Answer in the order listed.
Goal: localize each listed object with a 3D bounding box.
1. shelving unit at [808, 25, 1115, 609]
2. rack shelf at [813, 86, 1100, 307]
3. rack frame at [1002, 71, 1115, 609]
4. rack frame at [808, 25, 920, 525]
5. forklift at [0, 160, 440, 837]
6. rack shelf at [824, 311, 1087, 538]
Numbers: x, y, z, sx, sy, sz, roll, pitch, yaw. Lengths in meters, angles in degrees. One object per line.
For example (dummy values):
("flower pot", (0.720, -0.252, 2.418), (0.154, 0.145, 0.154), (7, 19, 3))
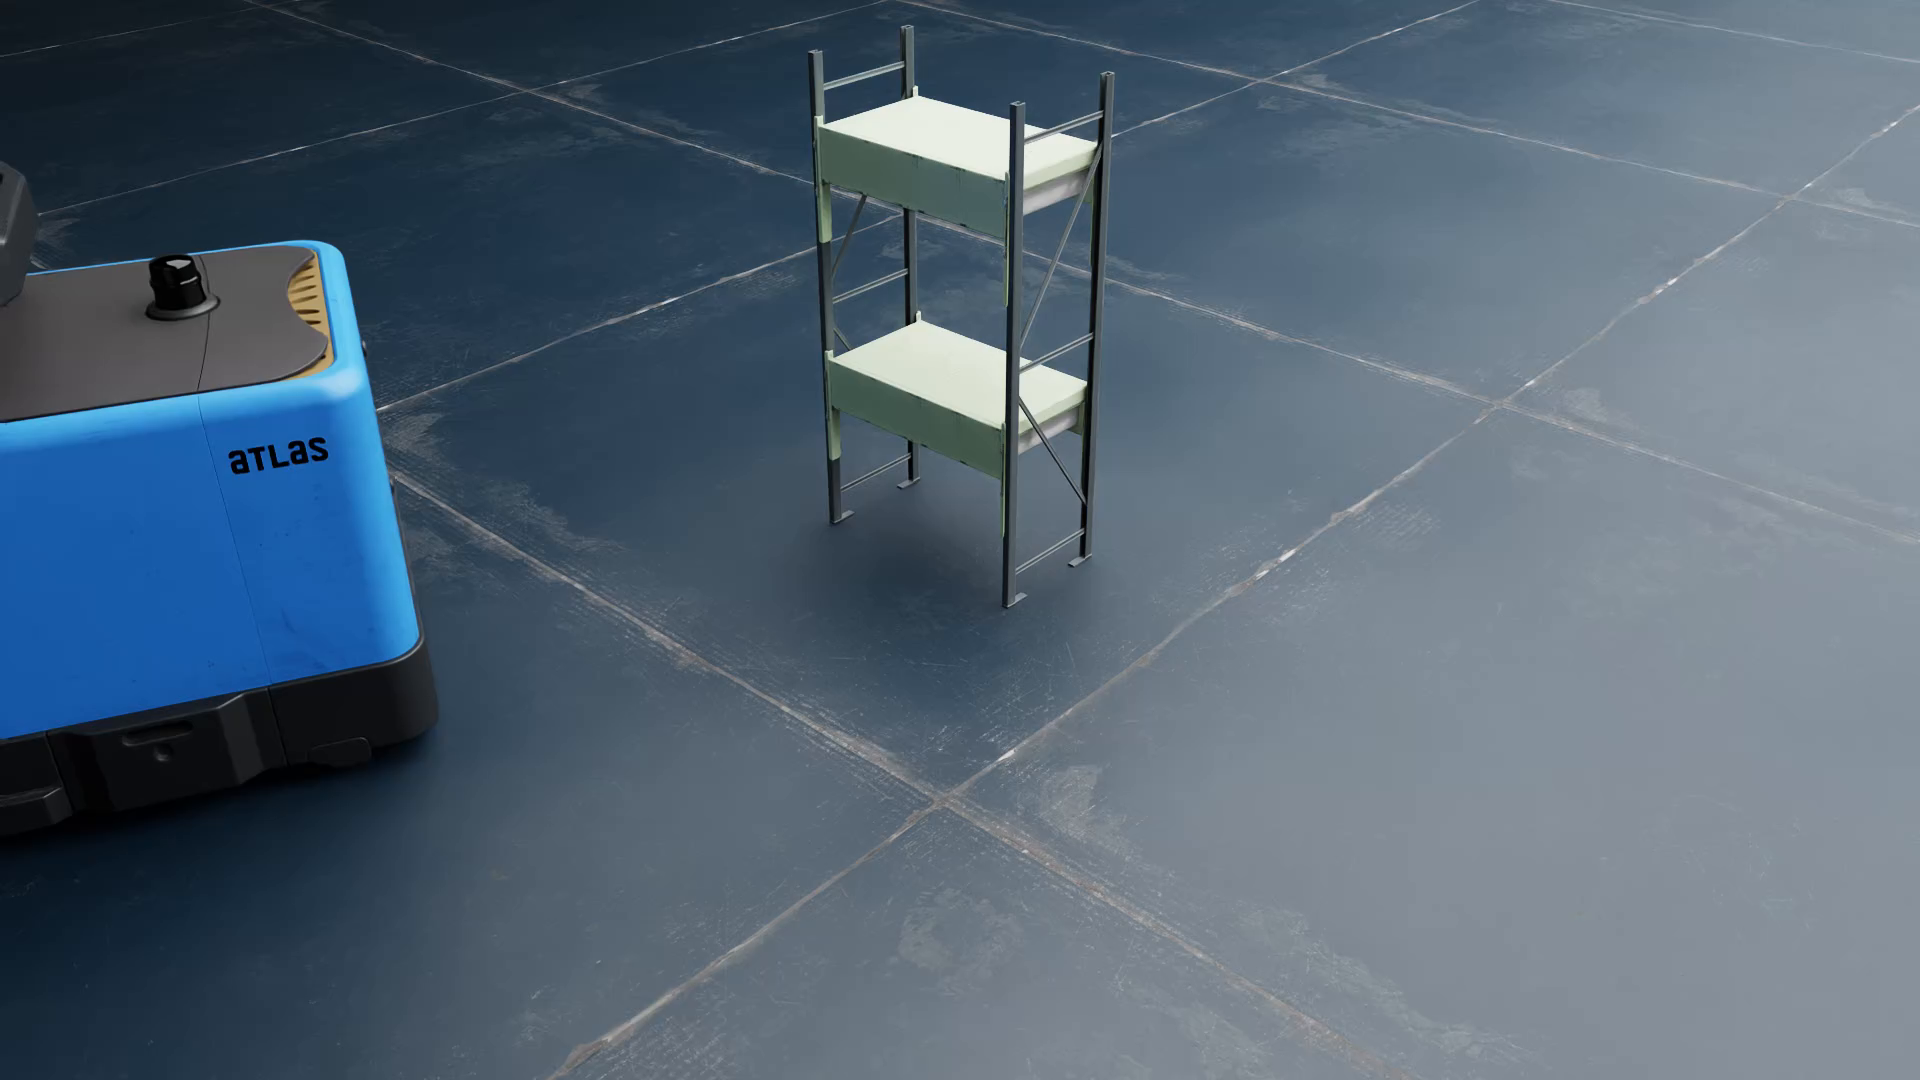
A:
("shelving unit", (-0.005, -0.645, 4.867), (0.755, 1.500, 0.431), (25, 39, 35))
("rack shelf", (-0.005, -0.979, 4.666), (0.720, 0.370, 0.431), (25, 39, 35))
("rack frame", (0.266, -0.518, 4.657), (0.023, 1.500, 0.400), (25, 39, 35))
("rack frame", (-0.276, -0.772, 5.077), (0.023, 1.500, 0.400), (25, 39, 35))
("forklift", (-2.932, -0.666, 3.515), (3.031, 2.935, 1.130), (-11, 33, -18))
("rack shelf", (-0.005, -0.366, 5.035), (0.720, 0.370, 0.431), (25, 39, 35))
